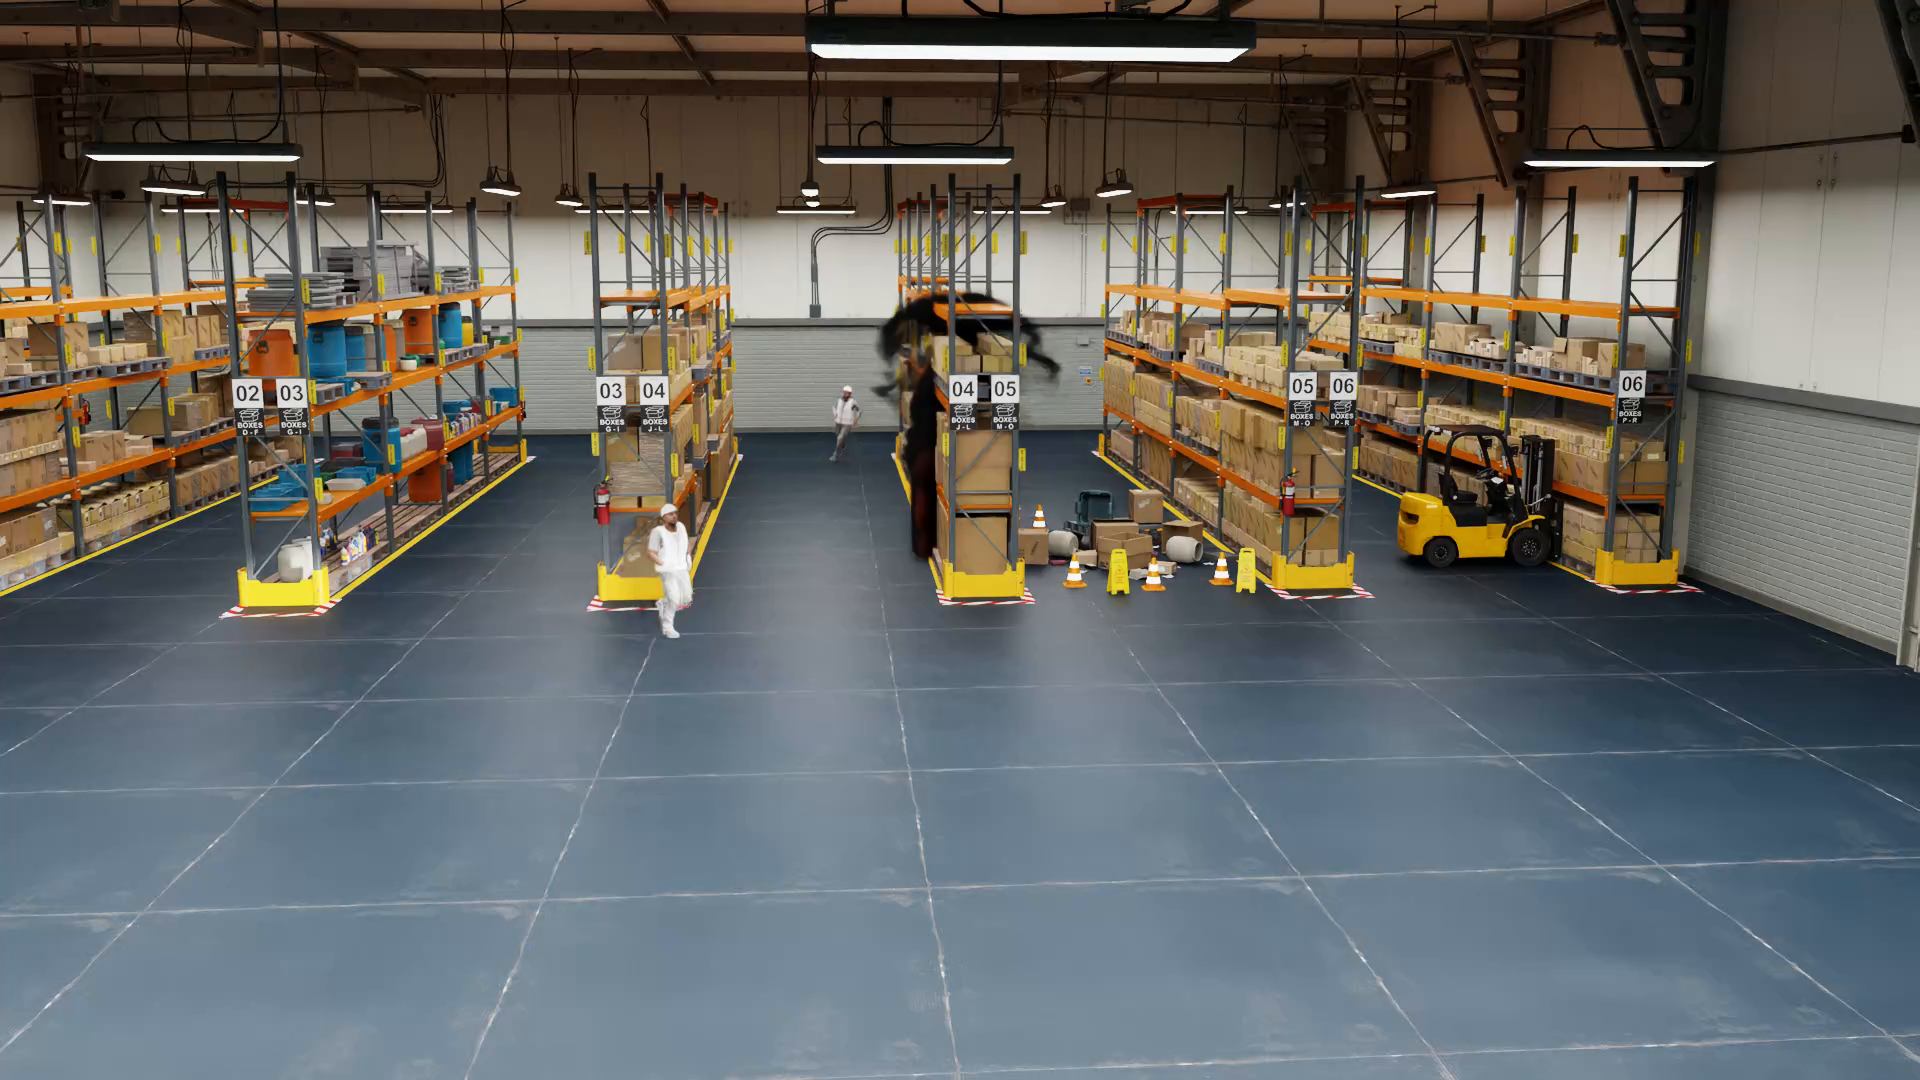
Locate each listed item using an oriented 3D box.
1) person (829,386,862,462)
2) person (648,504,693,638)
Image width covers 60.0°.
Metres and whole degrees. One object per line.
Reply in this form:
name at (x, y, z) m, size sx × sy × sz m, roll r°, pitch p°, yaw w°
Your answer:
person at (-2.726, -2.756, 39.216) m, size 0.727 × 1.748 × 0.954 m, roll 4°, pitch 11°, yaw 23°
person at (-3.748, 0.387, 21.553) m, size 0.669 × 1.746 × 0.705 m, roll 9°, pitch 13°, yaw 40°
